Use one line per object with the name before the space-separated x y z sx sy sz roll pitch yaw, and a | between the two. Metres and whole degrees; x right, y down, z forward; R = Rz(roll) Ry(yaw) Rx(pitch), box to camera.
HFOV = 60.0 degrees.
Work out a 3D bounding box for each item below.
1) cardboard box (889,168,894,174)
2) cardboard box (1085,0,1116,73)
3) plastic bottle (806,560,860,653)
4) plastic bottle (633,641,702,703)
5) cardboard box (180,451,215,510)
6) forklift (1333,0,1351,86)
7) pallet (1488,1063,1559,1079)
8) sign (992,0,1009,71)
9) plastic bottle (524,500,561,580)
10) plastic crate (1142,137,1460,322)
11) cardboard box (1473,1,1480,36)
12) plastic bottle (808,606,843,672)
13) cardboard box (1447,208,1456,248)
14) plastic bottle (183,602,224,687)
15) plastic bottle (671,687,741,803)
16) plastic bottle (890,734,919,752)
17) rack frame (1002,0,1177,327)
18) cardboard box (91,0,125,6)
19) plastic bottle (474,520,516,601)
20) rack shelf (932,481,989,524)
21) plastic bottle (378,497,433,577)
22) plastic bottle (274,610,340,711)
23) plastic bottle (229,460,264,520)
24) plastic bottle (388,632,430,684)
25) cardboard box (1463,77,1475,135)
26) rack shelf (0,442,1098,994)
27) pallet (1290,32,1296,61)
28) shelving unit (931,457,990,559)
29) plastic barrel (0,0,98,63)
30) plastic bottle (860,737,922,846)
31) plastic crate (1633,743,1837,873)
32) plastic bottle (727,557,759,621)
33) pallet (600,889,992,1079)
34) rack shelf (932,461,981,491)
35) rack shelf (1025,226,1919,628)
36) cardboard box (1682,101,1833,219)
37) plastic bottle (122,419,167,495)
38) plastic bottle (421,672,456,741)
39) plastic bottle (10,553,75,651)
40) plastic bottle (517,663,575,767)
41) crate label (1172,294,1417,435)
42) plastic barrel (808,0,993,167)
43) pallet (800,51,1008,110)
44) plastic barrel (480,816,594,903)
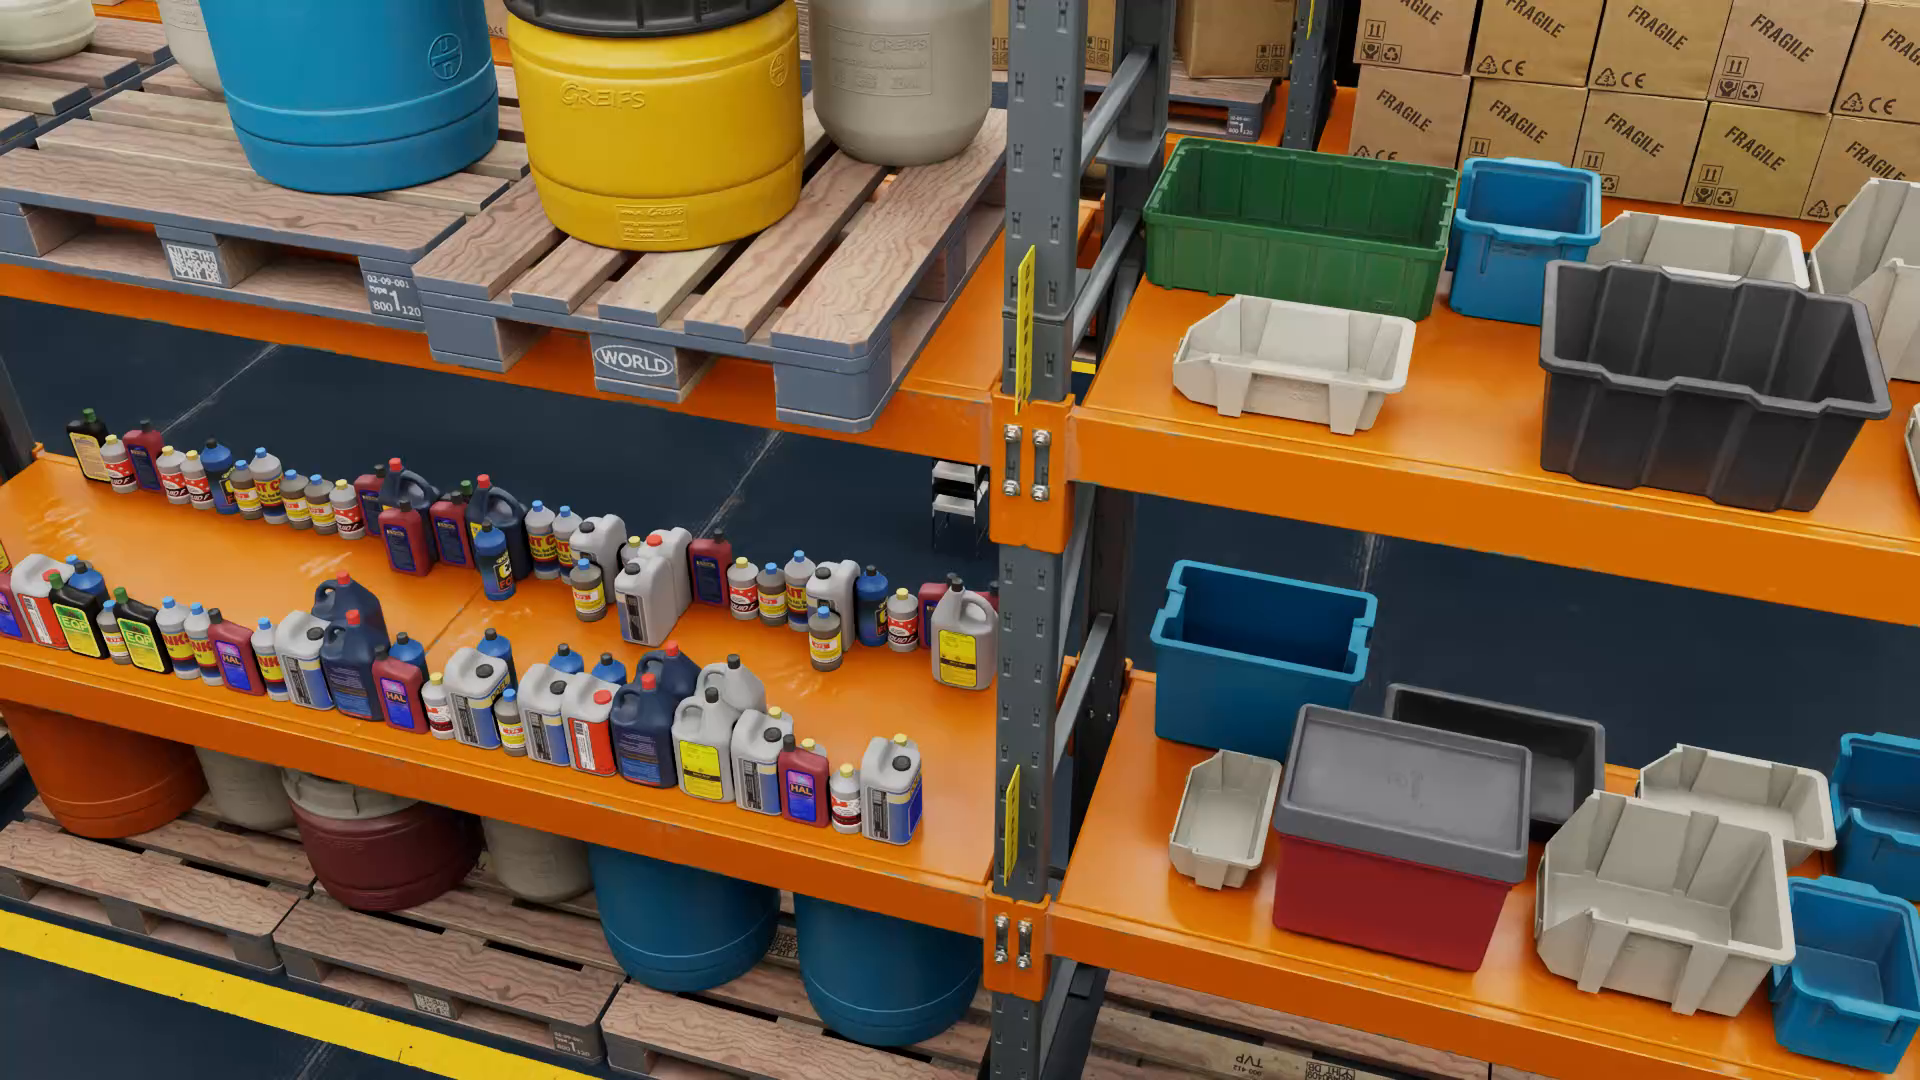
cardboard box | -0.589 -2.059 9.755 0.500 0.500 0.500 9 37 12
cardboard box | 0.712 -2.811 8.600 0.500 0.500 0.700 16 39 21
plastic bottle | -0.386 0.184 5.074 0.135 0.276 0.152 10 38 14
plastic bottle | -0.817 0.425 4.684 0.185 0.351 0.144 10 38 14
cardboard box | -3.566 -1.517 8.368 3.820 1.291 5.055 11 38 15
forklift | 0.927 -4.658 11.605 6.269 2.935 3.258 11 38 15
pallet | 2.174 1.942 4.933 1.213 0.211 1.003 10 38 14
sign | 0.068 -2.792 8.575 0.661 0.500 0.804 10 38 14
plastic bottle | -1.337 -0.007 5.338 0.097 0.271 0.097 0 36 0
plastic crate | 0.786 -0.723 3.849 0.662 0.188 0.450 10 38 14
cardboard box | 2.332 -2.806 8.104 0.500 0.500 0.500 11 38 14
plastic bottle | -0.405 0.288 4.996 0.097 0.201 0.097 0 36 0
cardboard box | 2.401 -1.536 9.044 0.500 0.500 0.500 10 38 14
plastic bottle | -2.225 0.300 4.921 0.097 0.271 0.097 0 36 0
plastic bottle | -0.683 0.539 4.529 0.185 0.351 0.144 10 38 14
plastic bottle | -0.161 0.616 4.551 0.097 0.201 0.097 0 36 0
rack frame | 0.292 -1.920 2.767 0.127 3.000 1.000 10 38 14
cardboard box | -5.079 -3.346 9.978 0.250 0.149 0.380 10 38 14
plastic bottle | -1.473 0.057 5.250 0.098 0.271 0.098 0 36 0
rack shelf | 0.008 -0.189 7.608 0.200 0.077 0.258 10 38 14
plastic bottle | -1.788 -0.017 5.341 0.133 0.283 0.061 10 38 14
plastic bottle | -1.886 0.344 4.857 0.135 0.276 0.152 10 38 14
plastic bottle | -2.409 -0.177 5.628 0.097 0.201 0.097 0 36 0
plastic bottle | -1.589 0.380 4.812 0.097 0.271 0.097 0 36 0
cardboard box | 2.819 -2.312 8.277 0.500 0.500 0.500 12 38 15
rack shelf | -1.617 0.433 5.239 4.000 0.370 1.077 10 38 14
pallet | 2.487 -4.080 13.115 1.213 0.211 1.003 10 38 14
shelving unit | 0.008 -0.361 7.481 0.210 0.900 0.258 10 38 14
plastic barrel | -2.459 -1.426 4.388 0.301 0.262 0.301 0 36 0
plastic bottle | -0.181 0.660 4.428 0.135 0.276 0.152 10 38 14
plastic crate | 2.044 0.716 4.418 0.466 0.136 0.293 10 38 14
plastic bottle | -0.674 0.144 5.192 0.097 0.201 0.097 0 36 0
pallet | -0.432 1.459 5.589 1.213 0.211 1.003 10 38 14
rack shelf | 0.008 -0.334 7.501 0.200 0.077 0.258 10 38 14
rack shelf | 2.201 -0.069 3.389 4.000 0.370 1.077 10 38 14
cardboard box | 3.630 -1.834 7.627 0.500 0.500 0.500 10 38 13
plastic bottle | -2.793 -0.293 5.716 0.133 0.283 0.061 10 38 14
plastic bottle | -1.479 0.466 4.754 0.097 0.201 0.097 0 36 0
plastic bottle | -2.768 0.180 5.079 0.135 0.276 0.152 10 38 14
plastic bottle | -1.139 0.482 4.669 0.135 0.276 0.152 10 38 14
crate label | 0.673 -0.356 3.395 0.466 0.136 0.293 10 38 14
plastic barrel | -0.136 -1.170 3.810 0.433 0.535 0.433 0 36 0
pallet | -0.188 -2.594 8.906 1.213 0.211 1.003 10 38 14
plastic barrel | -1.411 0.948 5.676 0.421 0.512 0.421 0 36 0
